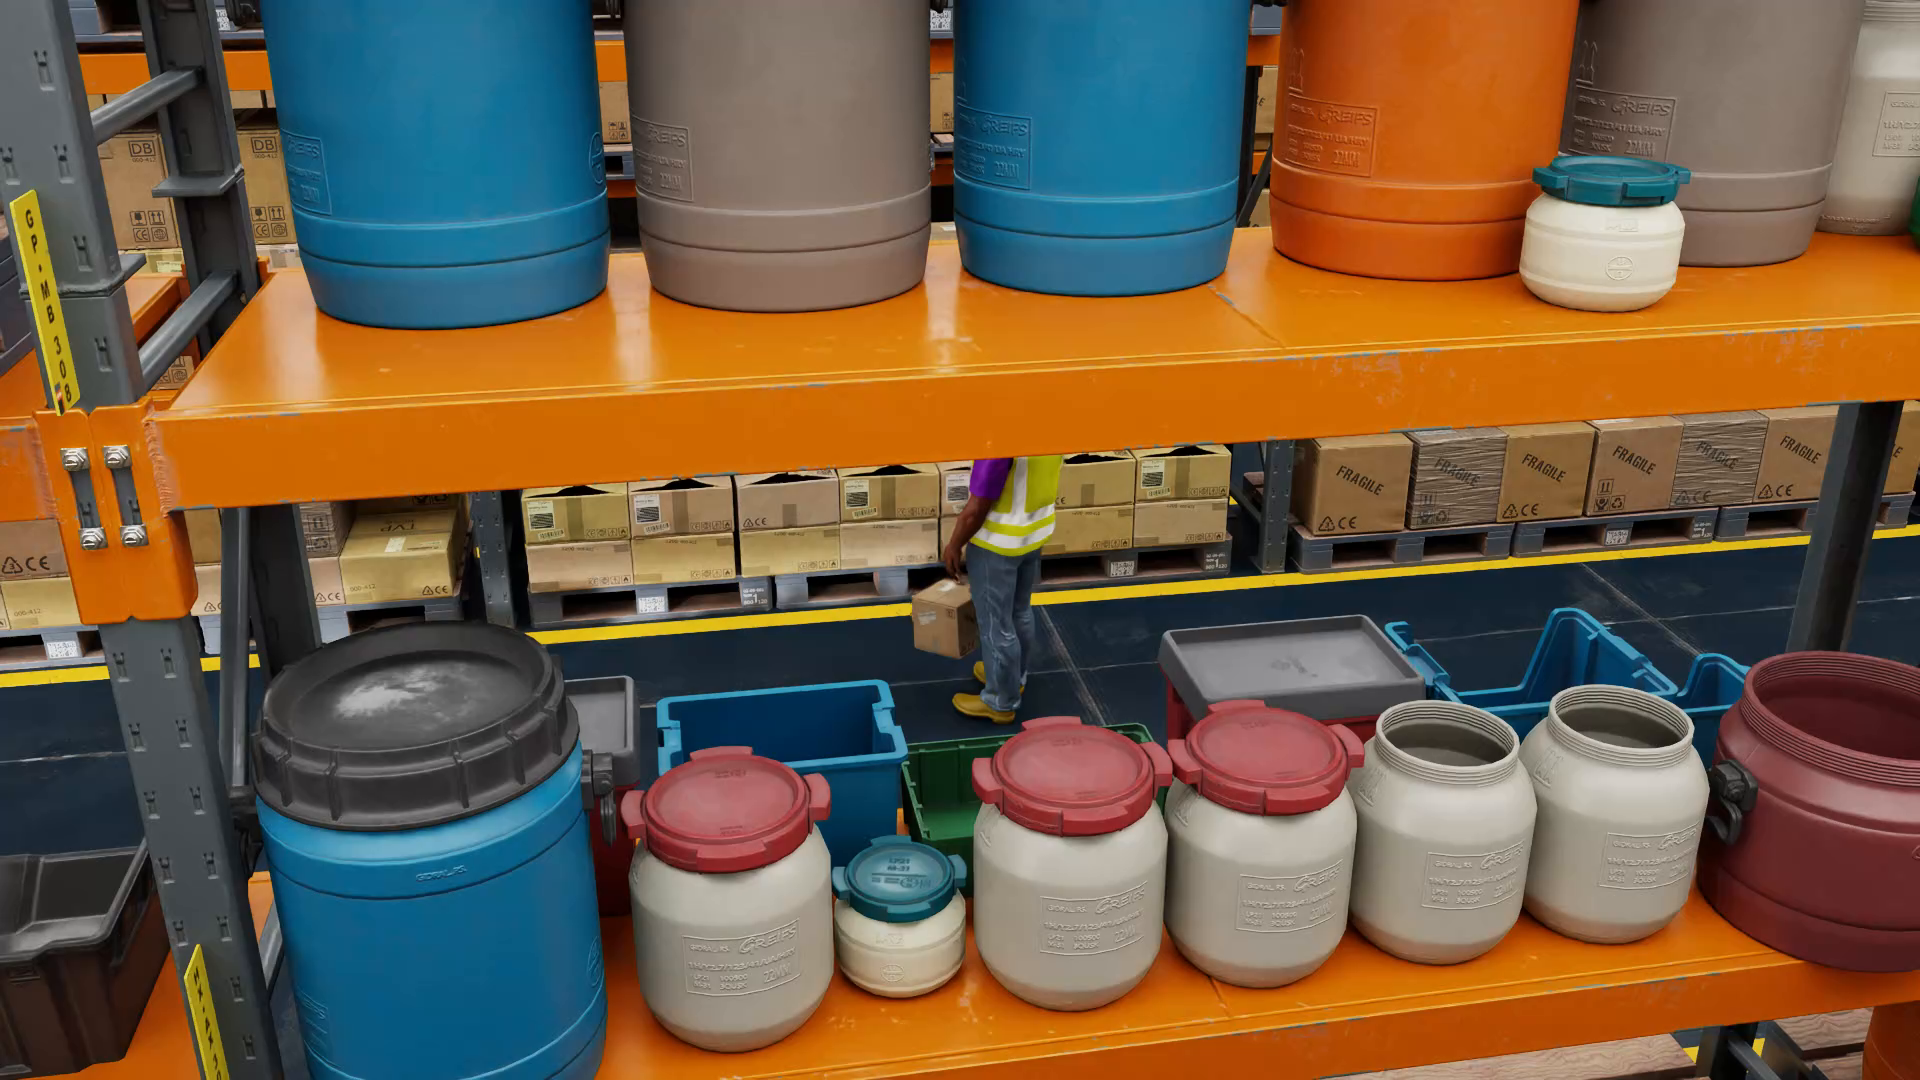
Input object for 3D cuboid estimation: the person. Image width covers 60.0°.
[{"bbox_3d":[0.143,-0.039,7.136,0.576,1.766,0.666,17,28,34],"label":"person"}]
